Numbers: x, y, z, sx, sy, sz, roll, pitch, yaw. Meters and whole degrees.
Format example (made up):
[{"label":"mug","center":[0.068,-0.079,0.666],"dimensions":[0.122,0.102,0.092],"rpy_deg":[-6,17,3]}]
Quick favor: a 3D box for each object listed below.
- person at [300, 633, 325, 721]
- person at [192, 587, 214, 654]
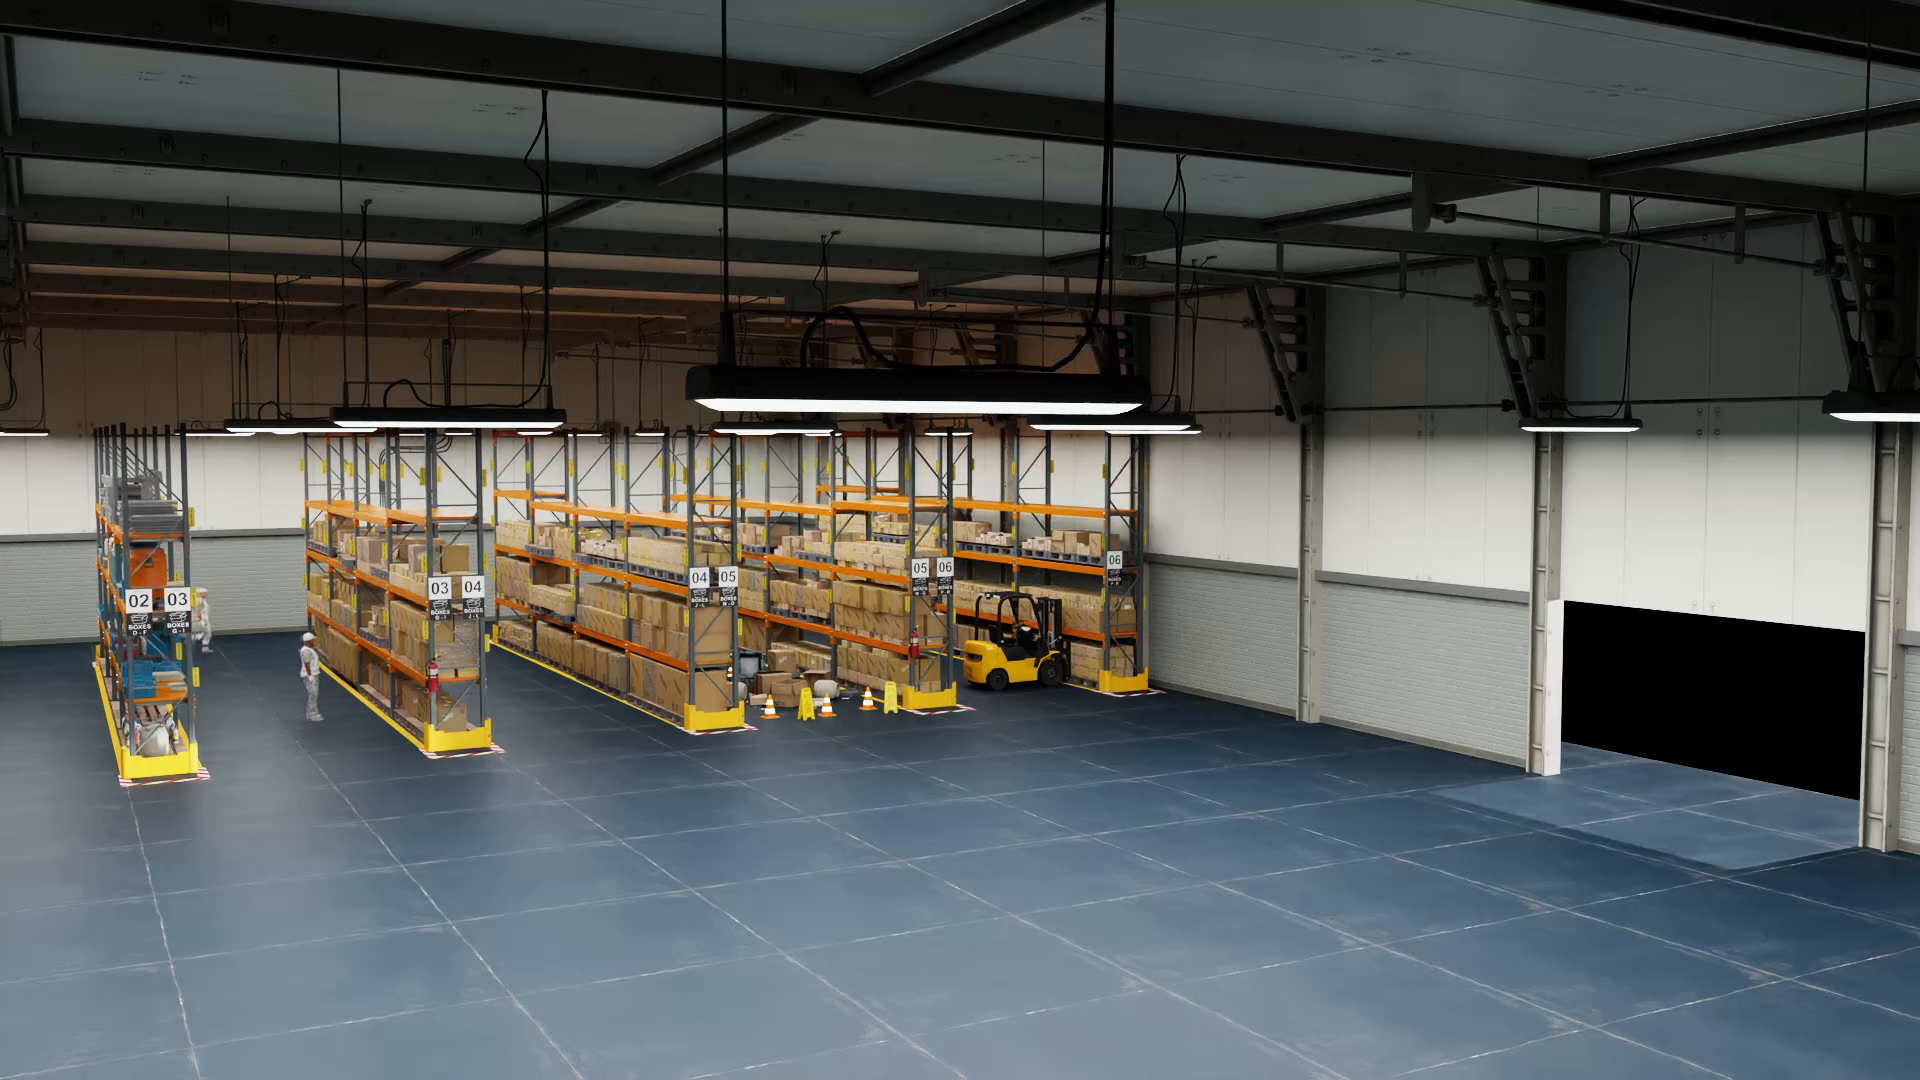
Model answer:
[{"label":"person","center":[-13.203,2.804,34.005],"dimensions":[0.594,1.824,0.567],"rpy_deg":[0,3,1]},{"label":"person","center":[-20.235,2.143,44.266],"dimensions":[0.655,1.759,0.612],"rpy_deg":[-2,4,-27]}]
